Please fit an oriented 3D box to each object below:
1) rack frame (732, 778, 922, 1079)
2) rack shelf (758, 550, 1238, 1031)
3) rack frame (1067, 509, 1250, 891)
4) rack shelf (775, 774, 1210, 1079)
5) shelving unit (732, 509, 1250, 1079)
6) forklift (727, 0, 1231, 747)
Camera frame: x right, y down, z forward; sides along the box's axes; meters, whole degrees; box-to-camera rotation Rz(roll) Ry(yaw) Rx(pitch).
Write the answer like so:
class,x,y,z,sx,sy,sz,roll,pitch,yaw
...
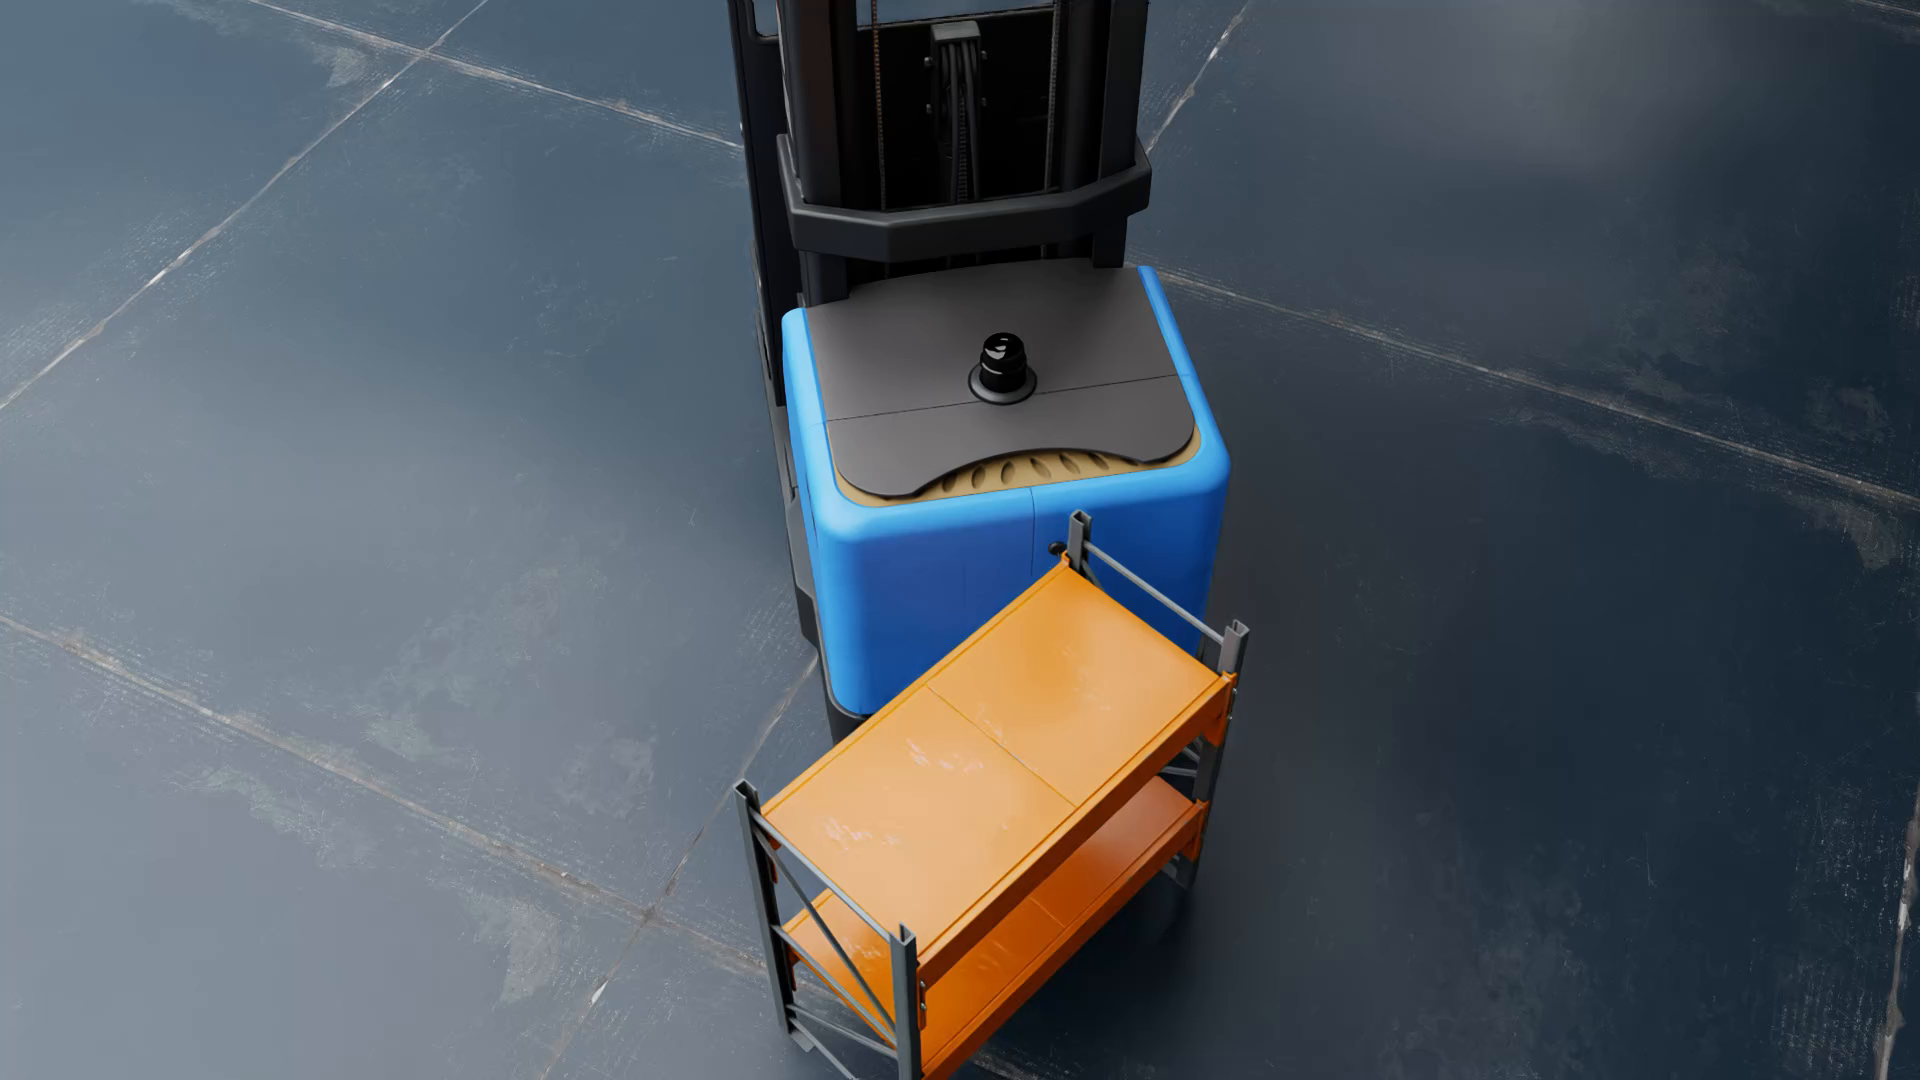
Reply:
class,x,y,z,sx,sy,sz,roll,pitch,yaw
rack frame,-0.271,0.986,3.672,0.500,1.125,0.032,37,59,27
rack shelf,0.085,0.520,3.685,0.538,0.278,1.000,37,59,27
rack frame,0.441,0.433,4.143,0.500,1.125,0.032,37,59,27
rack shelf,0.085,0.868,4.094,0.538,0.278,1.000,37,59,27
shelving unit,0.085,0.710,3.908,0.538,1.125,1.048,37,59,27
forklift,-0.098,-1.463,4.570,1.130,2.935,3.031,-8,50,-7
